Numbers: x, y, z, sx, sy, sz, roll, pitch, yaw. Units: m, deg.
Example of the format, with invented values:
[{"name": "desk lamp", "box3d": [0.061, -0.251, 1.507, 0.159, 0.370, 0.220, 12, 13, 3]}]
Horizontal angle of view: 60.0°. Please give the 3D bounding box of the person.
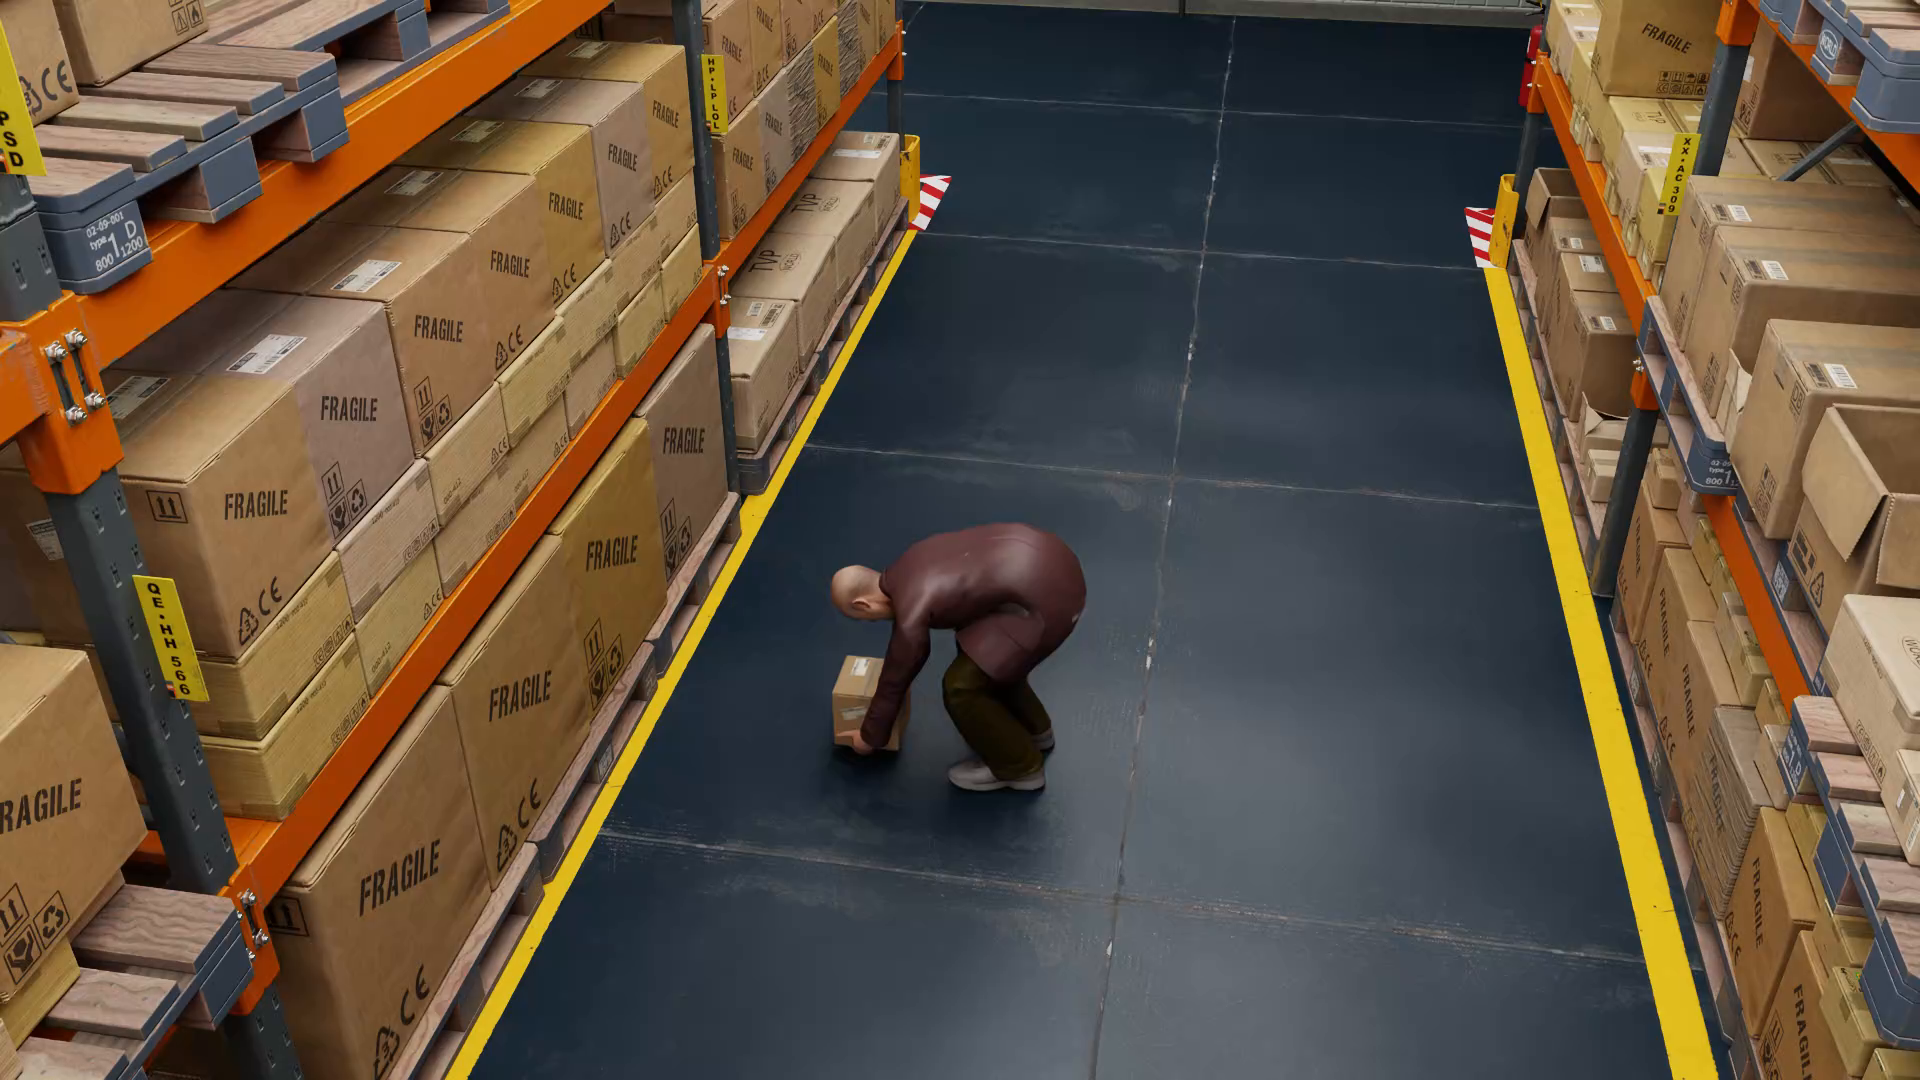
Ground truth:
[{"name": "person", "box3d": [-0.011, 0.409, 6.204, 0.943, 1.023, 0.589, 4, 32, 6]}]
